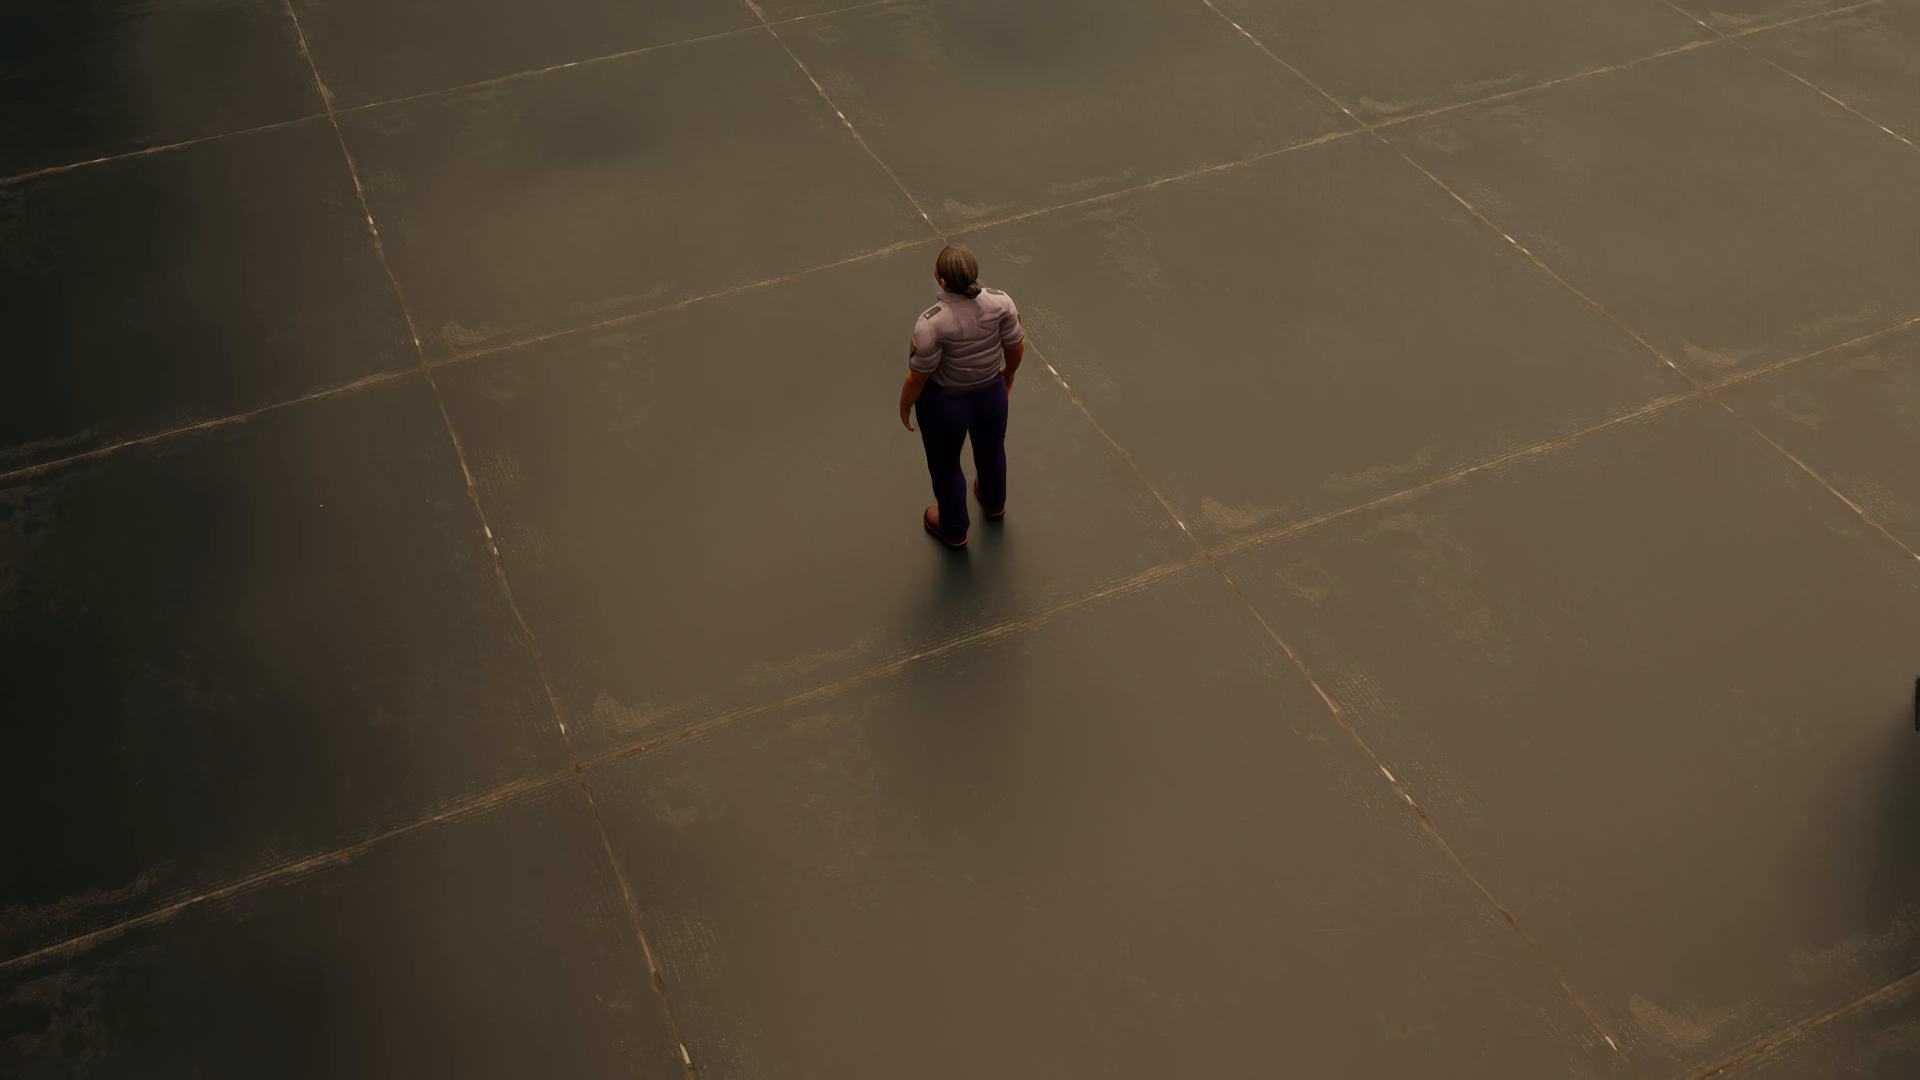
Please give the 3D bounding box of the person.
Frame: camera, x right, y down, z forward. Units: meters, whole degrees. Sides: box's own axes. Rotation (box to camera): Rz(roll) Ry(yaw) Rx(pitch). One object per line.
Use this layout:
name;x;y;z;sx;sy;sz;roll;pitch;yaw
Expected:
person;-0.016;-0.670;7.327;0.597;1.651;0.503;-18;46;-18

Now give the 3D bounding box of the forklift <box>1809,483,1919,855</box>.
forklift;4.935;0.126;5.546;3.031;2.935;1.130;14;45;15
